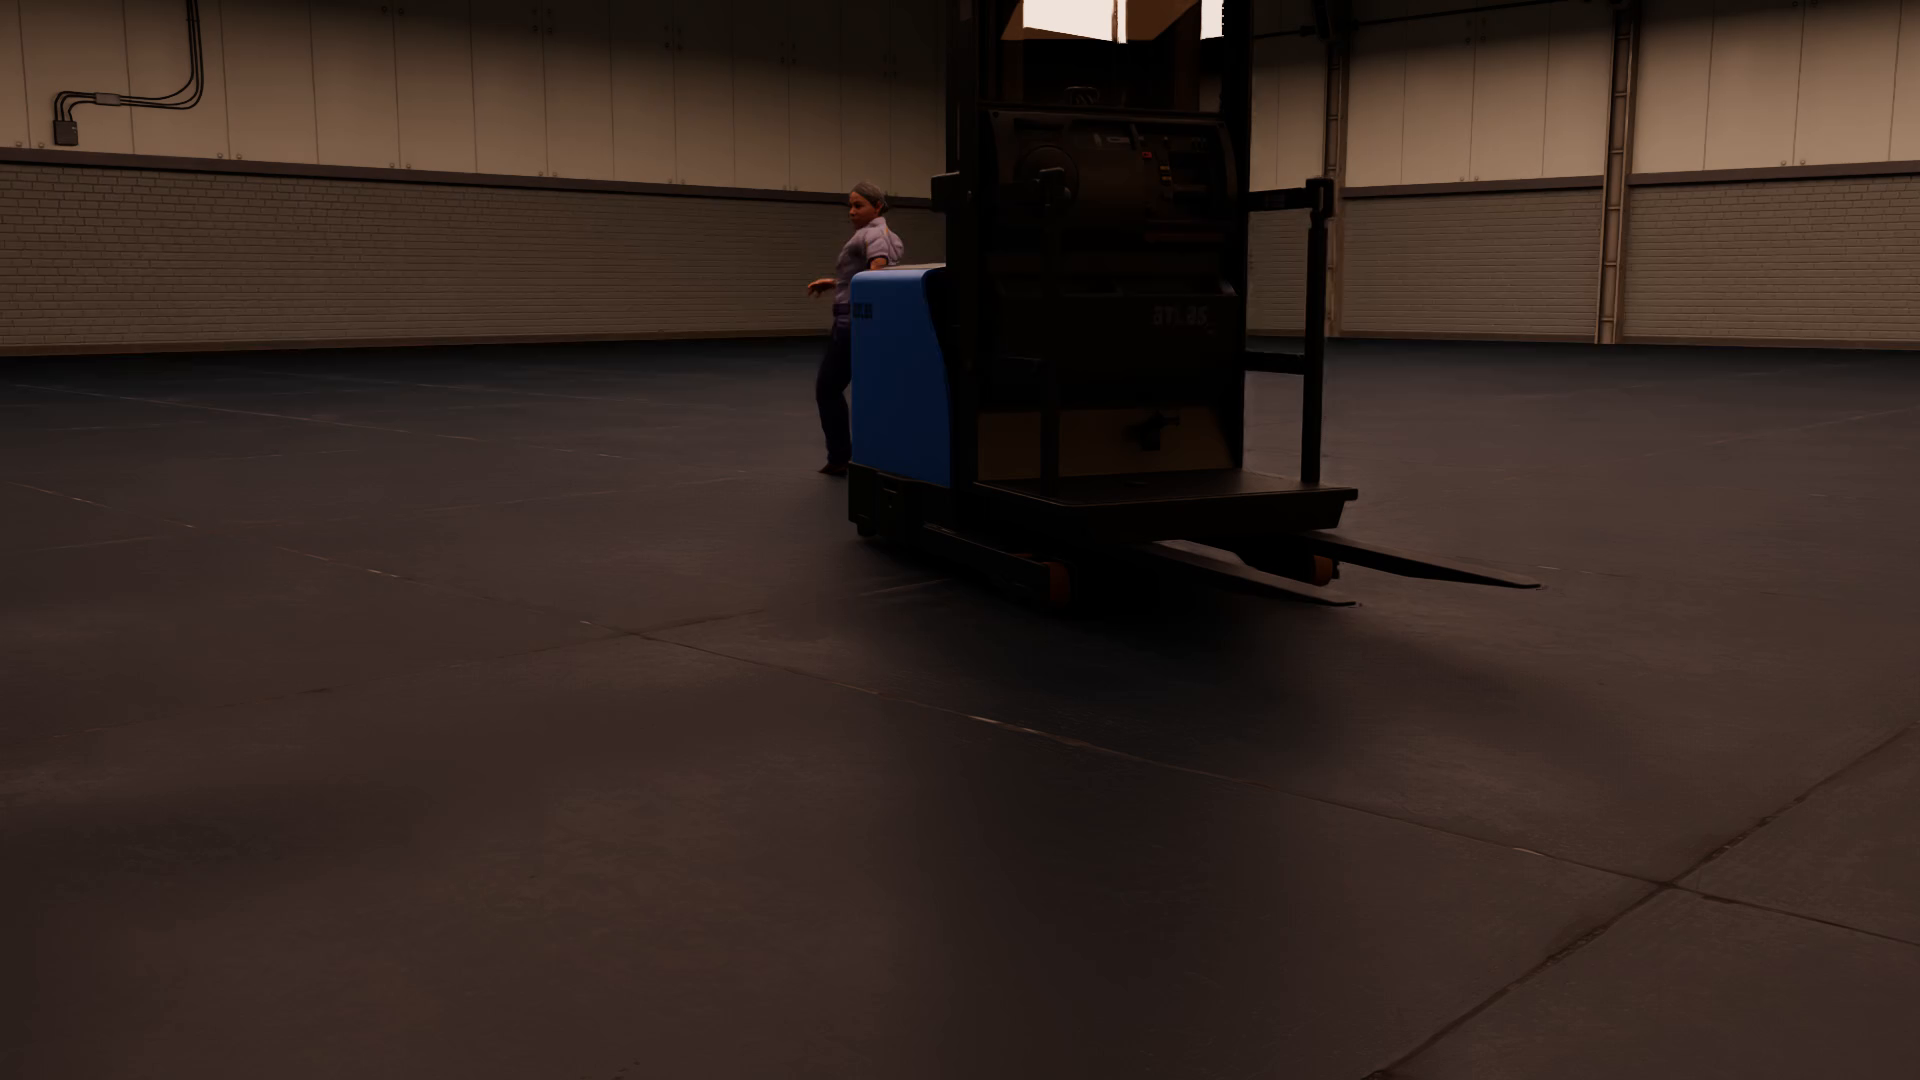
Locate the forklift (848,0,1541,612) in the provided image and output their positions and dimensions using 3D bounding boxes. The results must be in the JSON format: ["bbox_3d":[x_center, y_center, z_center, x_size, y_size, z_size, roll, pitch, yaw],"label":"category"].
[{"bbox_3d":[0.618,-1.294,5.468,1.130,2.935,3.031,-4,9,-24],"label":"forklift"}]

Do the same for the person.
[{"bbox_3d":[-0.492,-1.089,8.816,0.498,1.594,0.900,-8,12,-44],"label":"person"}]
